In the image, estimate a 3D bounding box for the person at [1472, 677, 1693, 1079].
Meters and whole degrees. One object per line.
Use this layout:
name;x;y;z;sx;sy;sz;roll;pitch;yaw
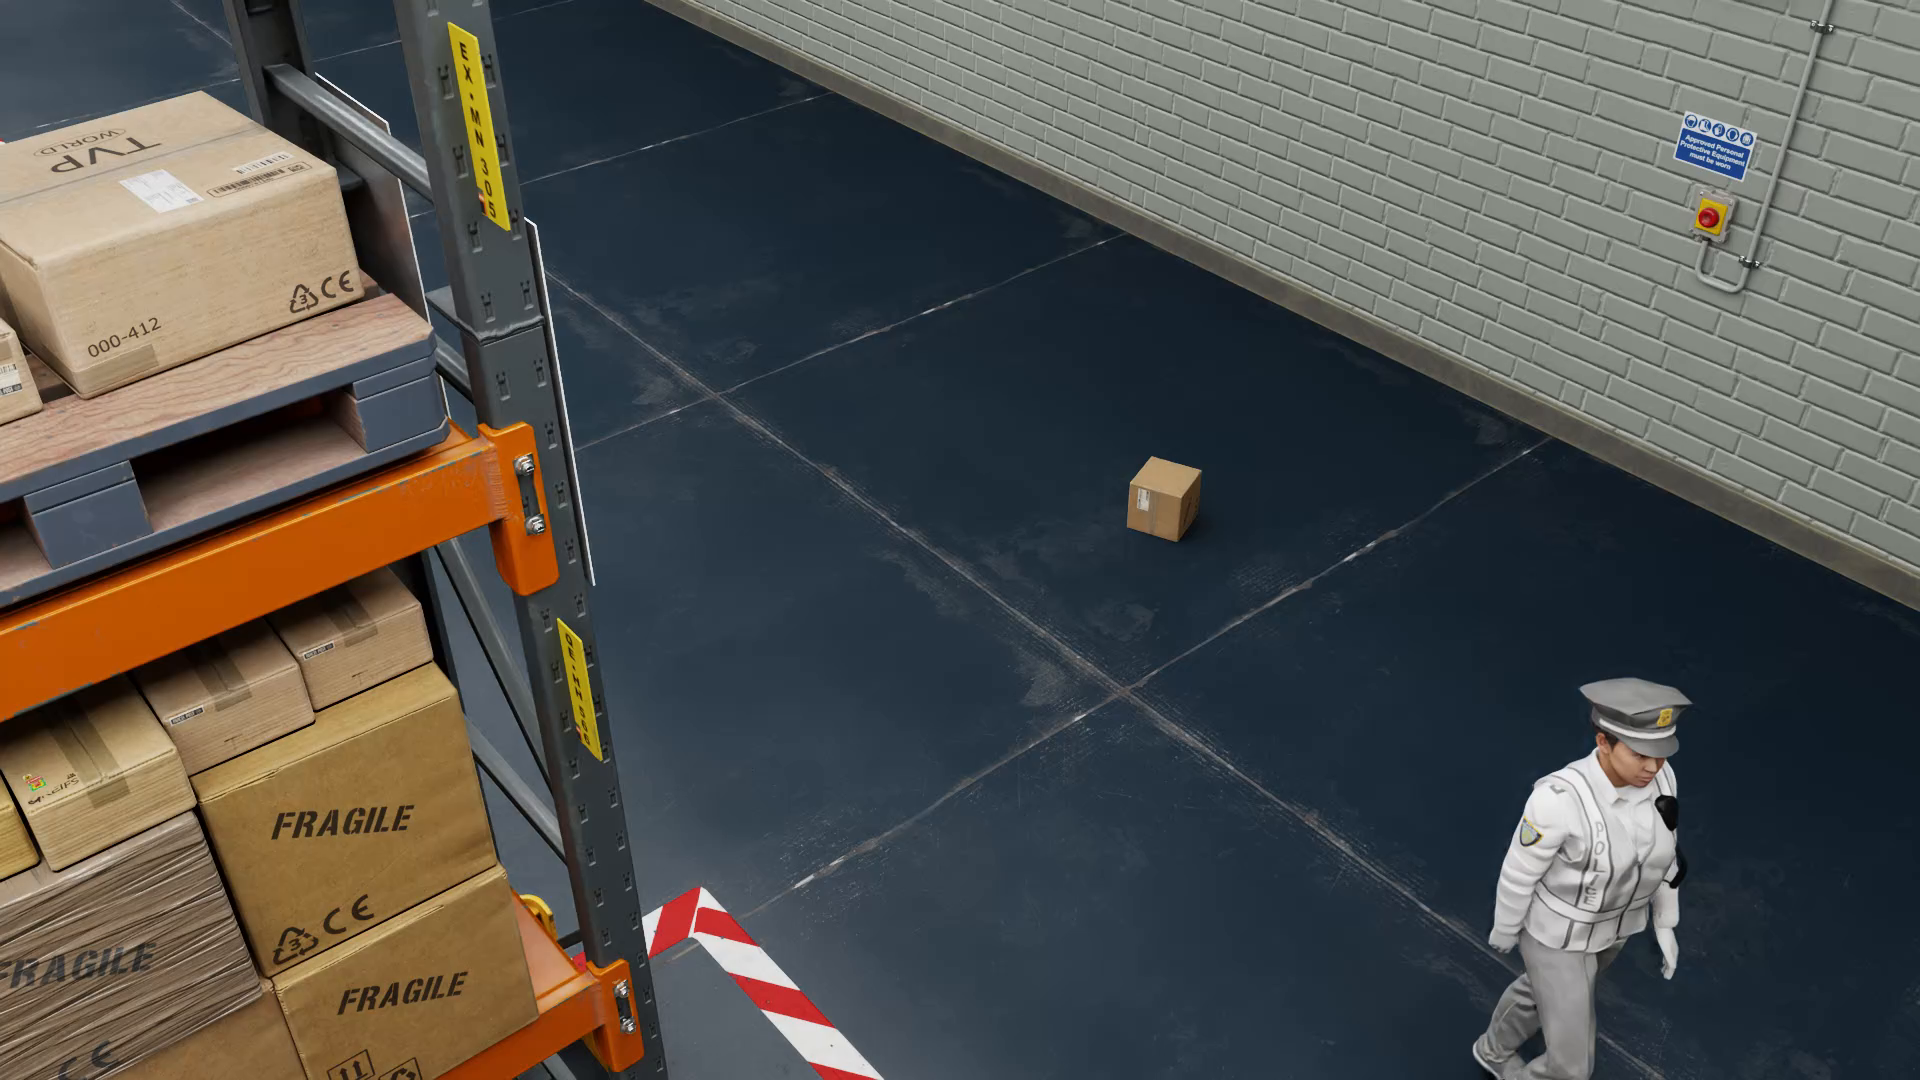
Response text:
person;1.740;1.098;4.629;0.489;1.736;0.499;-17;39;-22
